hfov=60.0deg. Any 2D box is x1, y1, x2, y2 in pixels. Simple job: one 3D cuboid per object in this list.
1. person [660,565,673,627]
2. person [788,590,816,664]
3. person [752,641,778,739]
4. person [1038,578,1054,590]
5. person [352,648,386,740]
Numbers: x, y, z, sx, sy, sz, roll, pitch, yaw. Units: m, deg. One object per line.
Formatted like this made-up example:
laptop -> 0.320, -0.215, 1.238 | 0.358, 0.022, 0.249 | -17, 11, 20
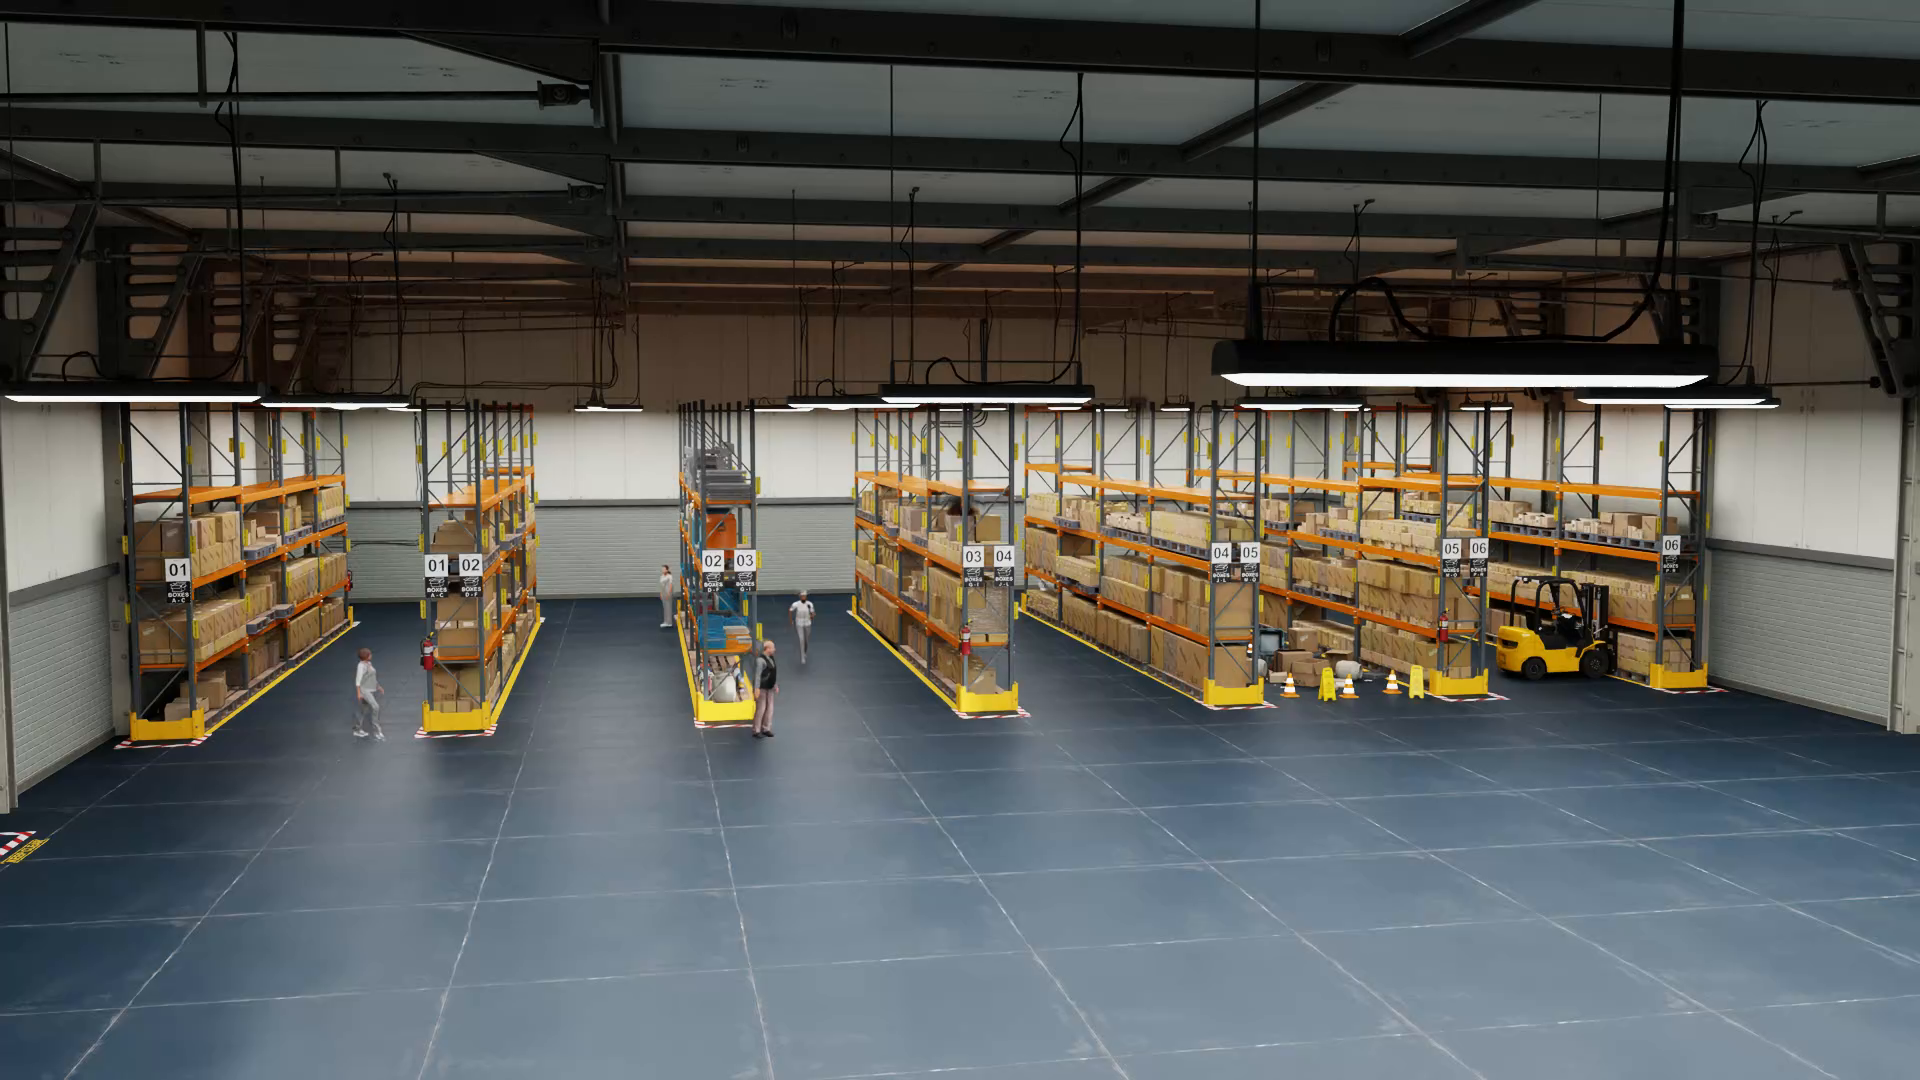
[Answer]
person -> -7.940, 1.500, 44.836 | 0.463, 1.678, 0.411 | 4, 6, 40
person -> -3.624, 1.967, 38.313 | 0.630, 1.652, 1.028 | -1, 4, -11
person -> -3.476, 2.643, 29.472 | 0.414, 1.728, 0.584 | 2, 5, 20
person -> 2.667, 0.955, 51.336 | 0.567, 1.761, 0.747 | 3, 6, 39
person -> -10.432, 2.712, 29.342 | 0.672, 1.599, 0.481 | 0, 4, 5
